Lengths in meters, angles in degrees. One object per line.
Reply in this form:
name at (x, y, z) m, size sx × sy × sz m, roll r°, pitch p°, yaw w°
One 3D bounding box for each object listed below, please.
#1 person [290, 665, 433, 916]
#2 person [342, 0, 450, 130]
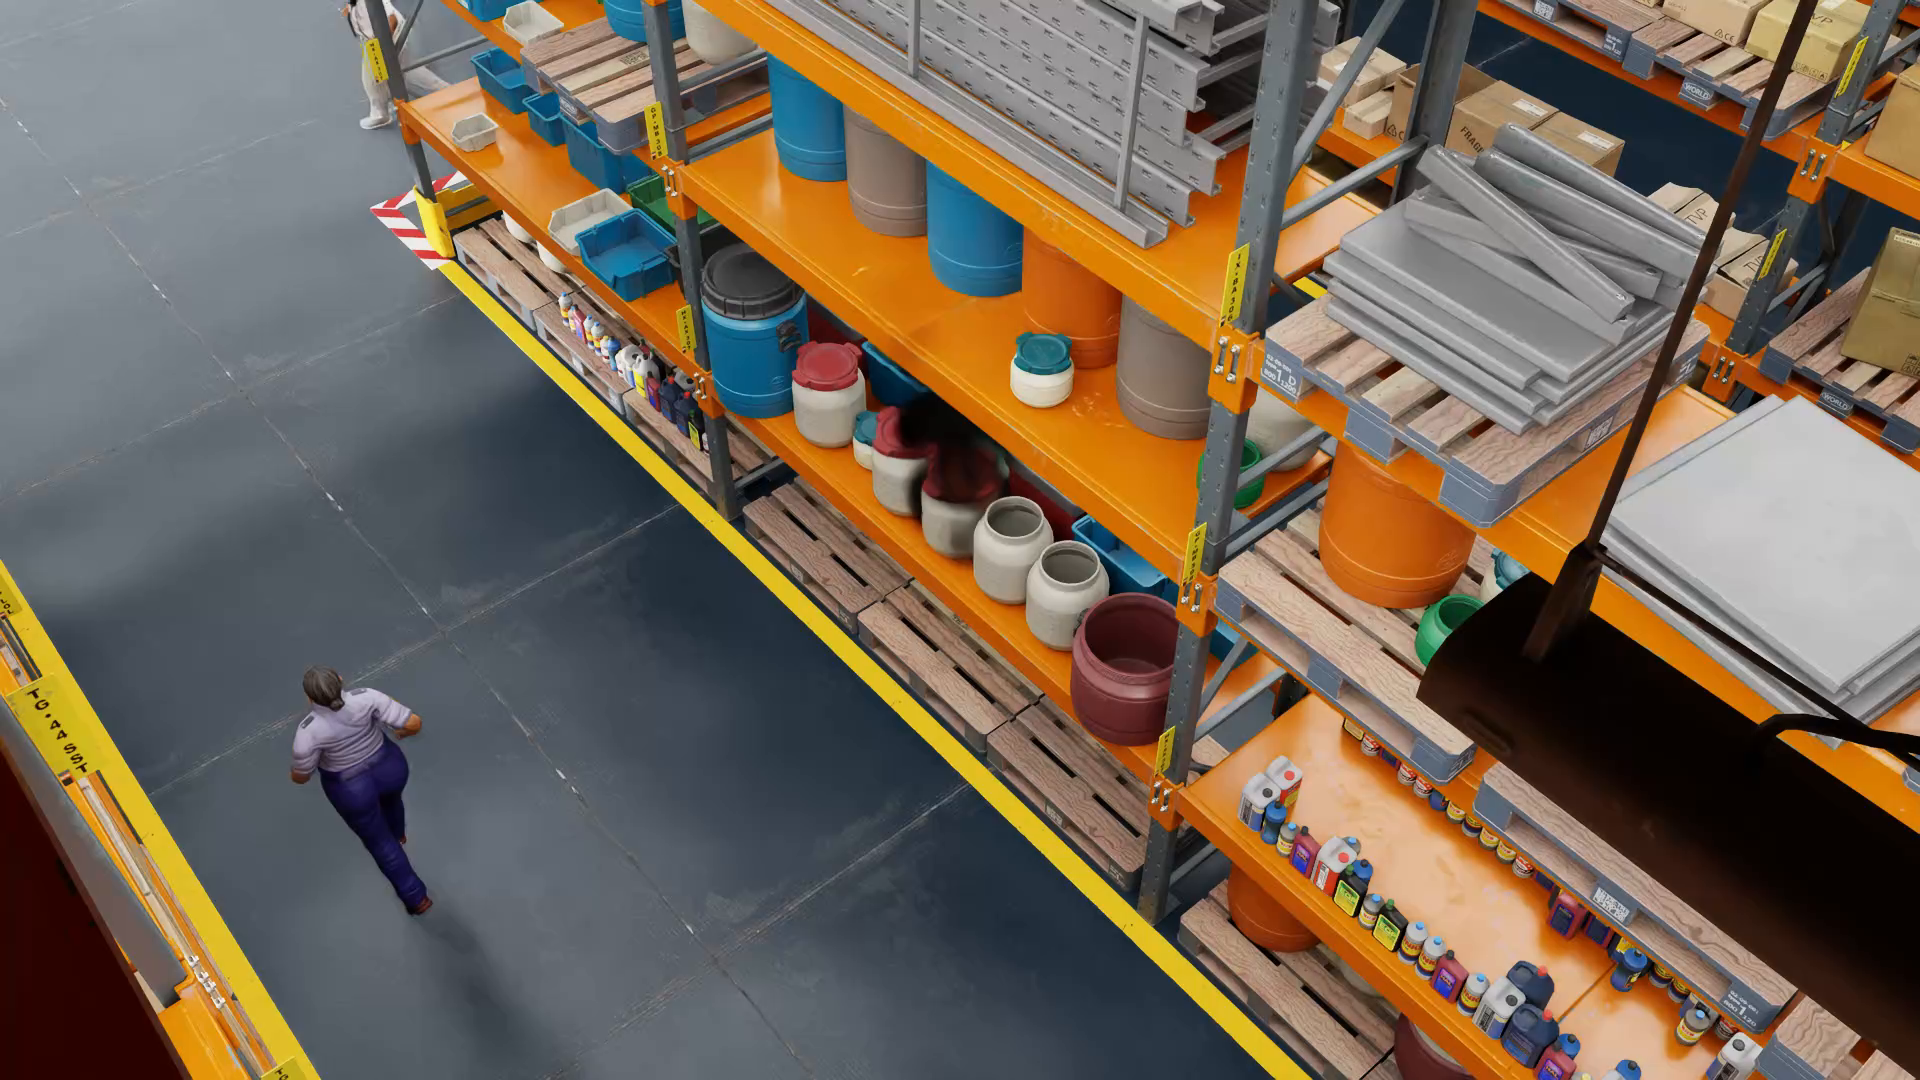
person at (-2.971, 1.210, 8.328) m, size 0.804 × 1.703 × 0.623 m, roll 36°, pitch 56°, yaw 29°
person at (-4.736, -4.120, 13.743) m, size 0.885 × 1.668 × 0.620 m, roll -4°, pitch 47°, yaw -3°
